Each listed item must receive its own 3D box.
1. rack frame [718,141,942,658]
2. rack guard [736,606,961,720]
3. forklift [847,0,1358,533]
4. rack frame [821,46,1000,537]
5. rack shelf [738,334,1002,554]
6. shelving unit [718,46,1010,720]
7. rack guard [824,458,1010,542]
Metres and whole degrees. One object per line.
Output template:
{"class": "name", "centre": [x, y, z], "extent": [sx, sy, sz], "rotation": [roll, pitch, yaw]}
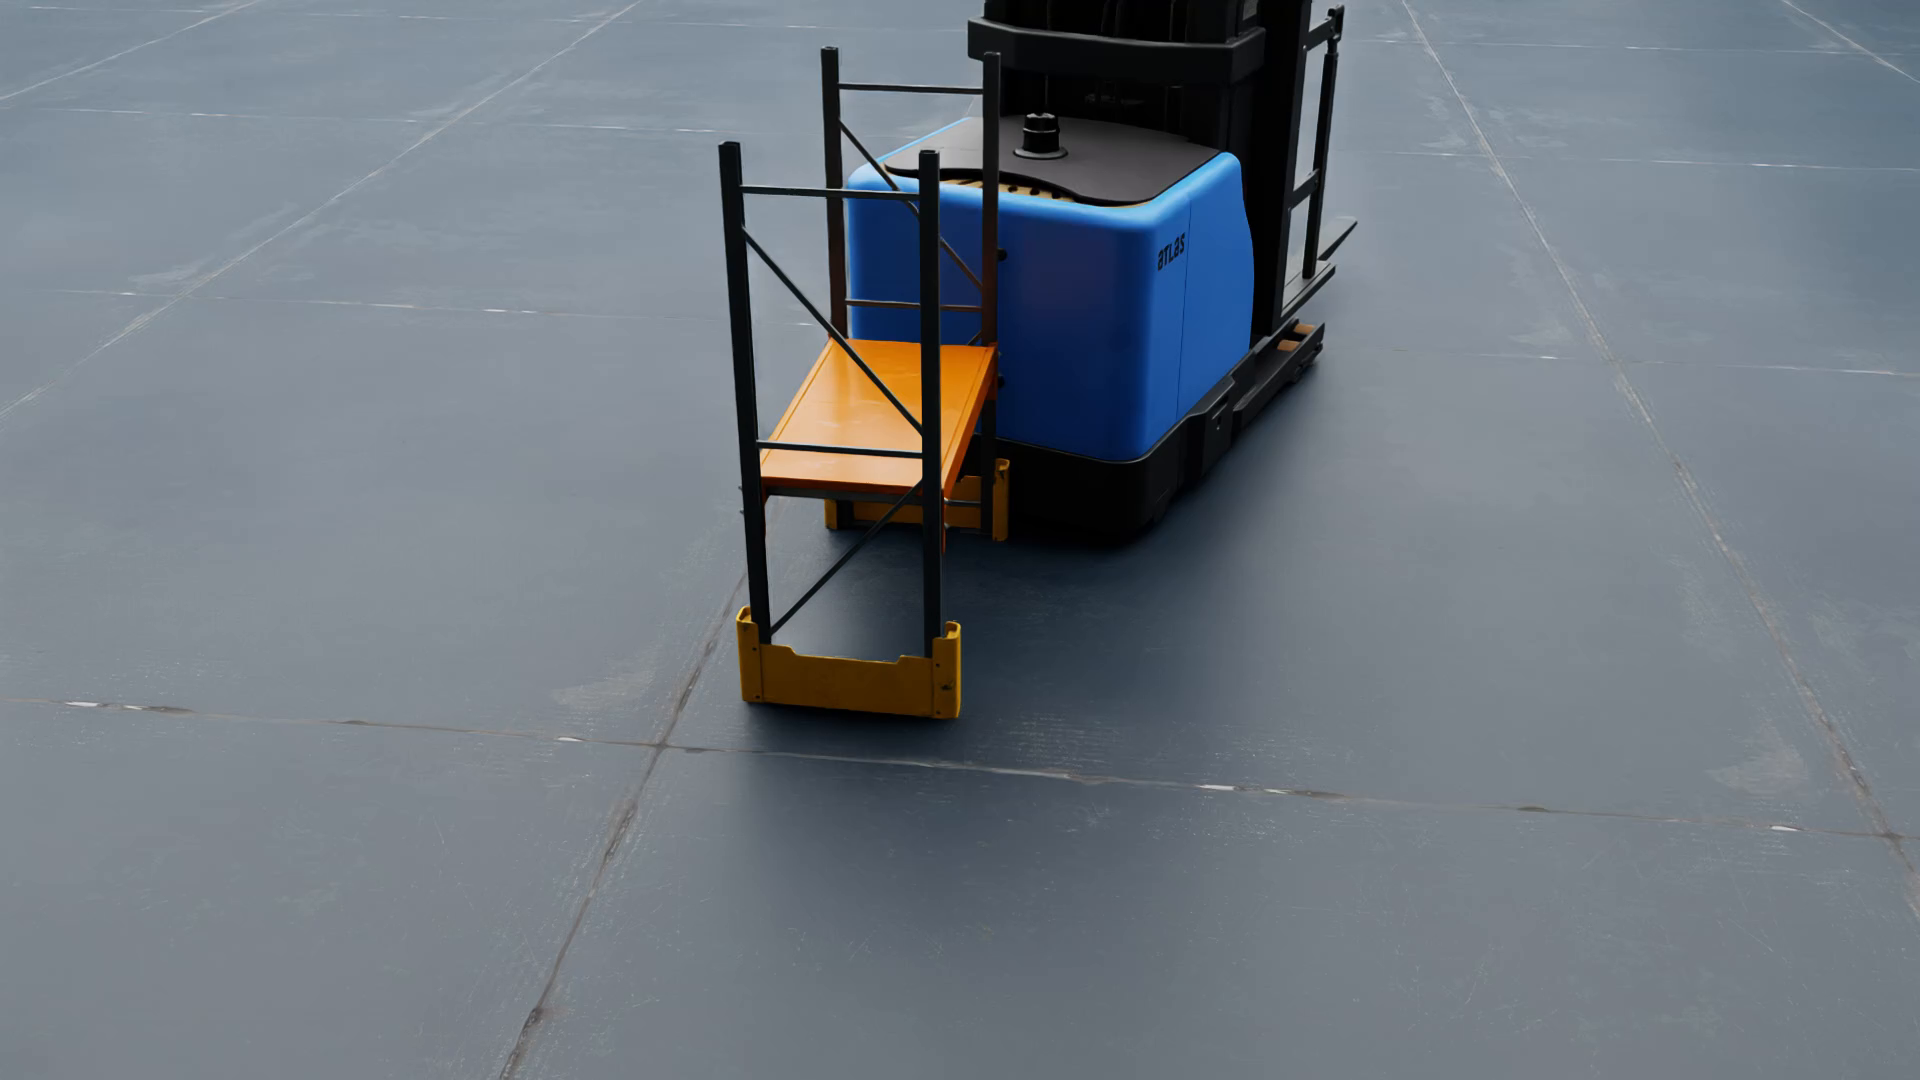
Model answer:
{"class": "rack frame", "centre": [-0.295, -0.218, 4.073], "extent": [0.500, 1.500, 0.032], "rotation": [4, 29, 8]}
{"class": "rack guard", "centre": [-0.292, 0.323, 4.386], "extent": [0.587, 0.250, 0.087], "rotation": [4, 29, 8]}
{"class": "forklift", "centre": [0.773, -1.980, 5.835], "extent": [1.130, 2.935, 3.031], "rotation": [14, 31, 24]}
{"class": "rack frame", "centre": [-0.138, -0.694, 4.957], "extent": [0.500, 1.500, 0.032], "rotation": [4, 29, 8]}
{"class": "rack shelf", "centre": [-0.216, -0.298, 4.600], "extent": [0.538, 0.185, 1.000], "rotation": [4, 29, 8]}
{"class": "shelving unit", "centre": [-0.215, -0.460, 4.523], "extent": [0.587, 1.500, 1.083], "rotation": [4, 29, 8]}
{"class": "rack guard", "centre": [-0.138, -0.143, 5.252], "extent": [0.587, 0.250, 0.087], "rotation": [4, 29, 8]}
